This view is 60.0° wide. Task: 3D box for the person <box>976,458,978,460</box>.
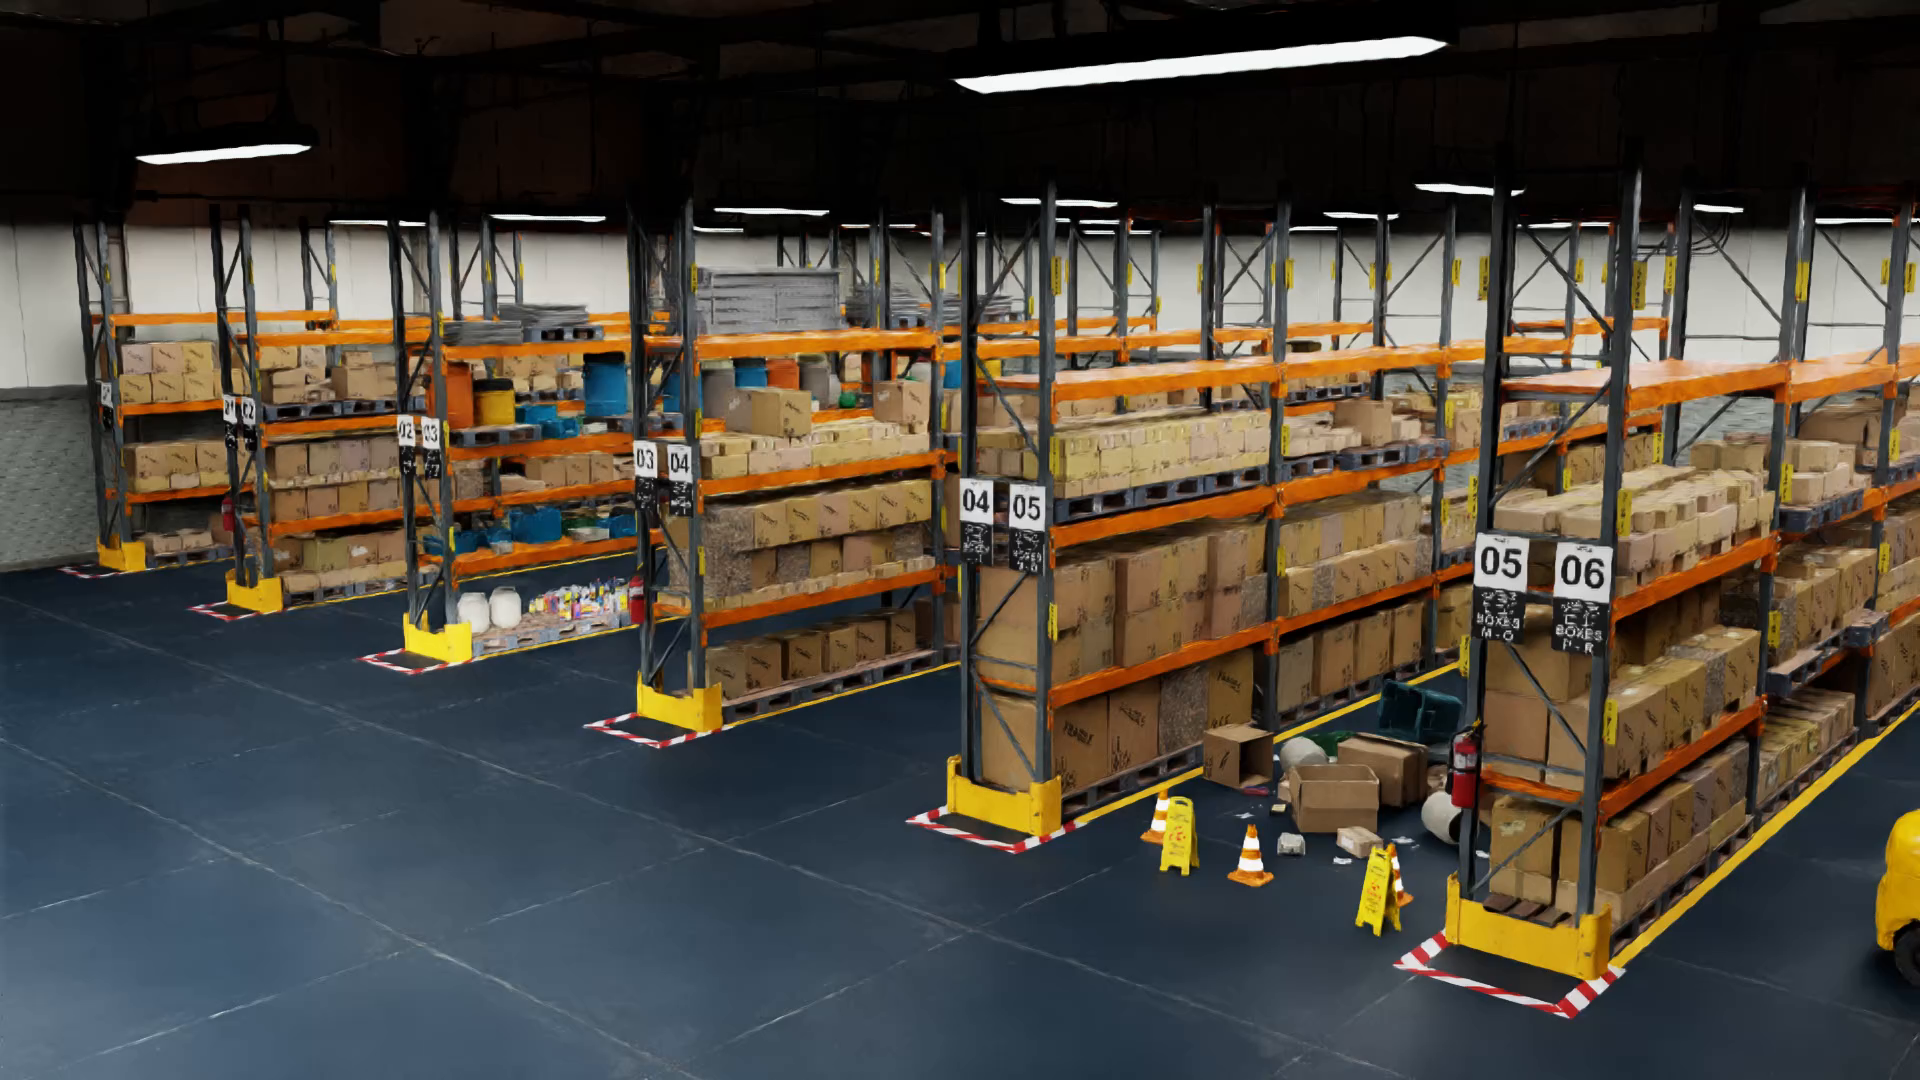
[{"bbox_3d":[0.141,-1.269,34.105,0.625,1.596,0.510,7,12,38],"label":"person"}]
